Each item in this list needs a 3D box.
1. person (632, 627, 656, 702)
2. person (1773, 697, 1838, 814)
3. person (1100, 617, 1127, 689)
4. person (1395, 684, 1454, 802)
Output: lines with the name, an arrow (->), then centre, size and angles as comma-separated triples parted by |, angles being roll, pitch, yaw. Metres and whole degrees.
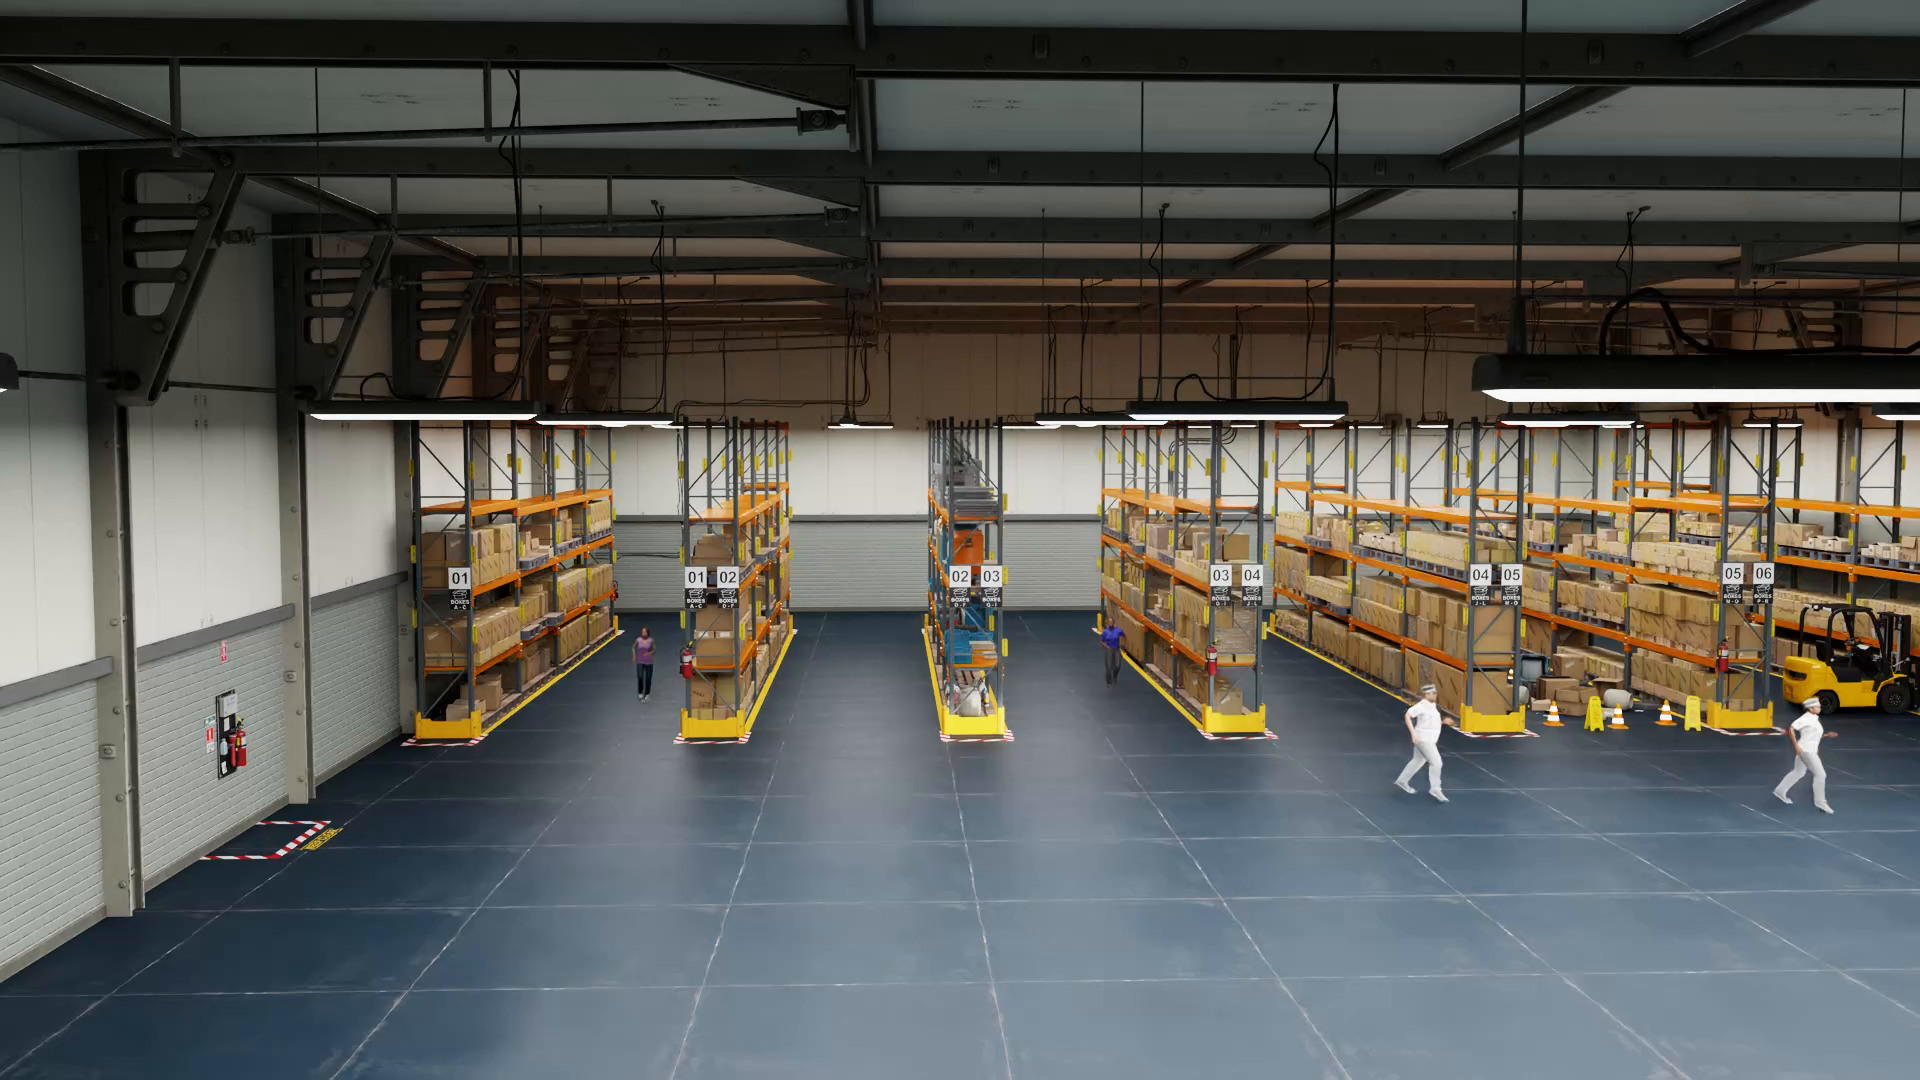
person -> -6.669, 2.656, 35.124 | 0.508, 1.534, 0.657 | -1, 4, -10
person -> 12.792, 3.229, 25.141 | 0.847, 1.732, 0.547 | 2, 4, 29
person -> 3.399, 2.513, 36.857 | 0.600, 1.610, 0.698 | 0, 4, 2
person -> 7.245, 3.143, 25.911 | 0.875, 1.837, 0.634 | 2, 4, 25
